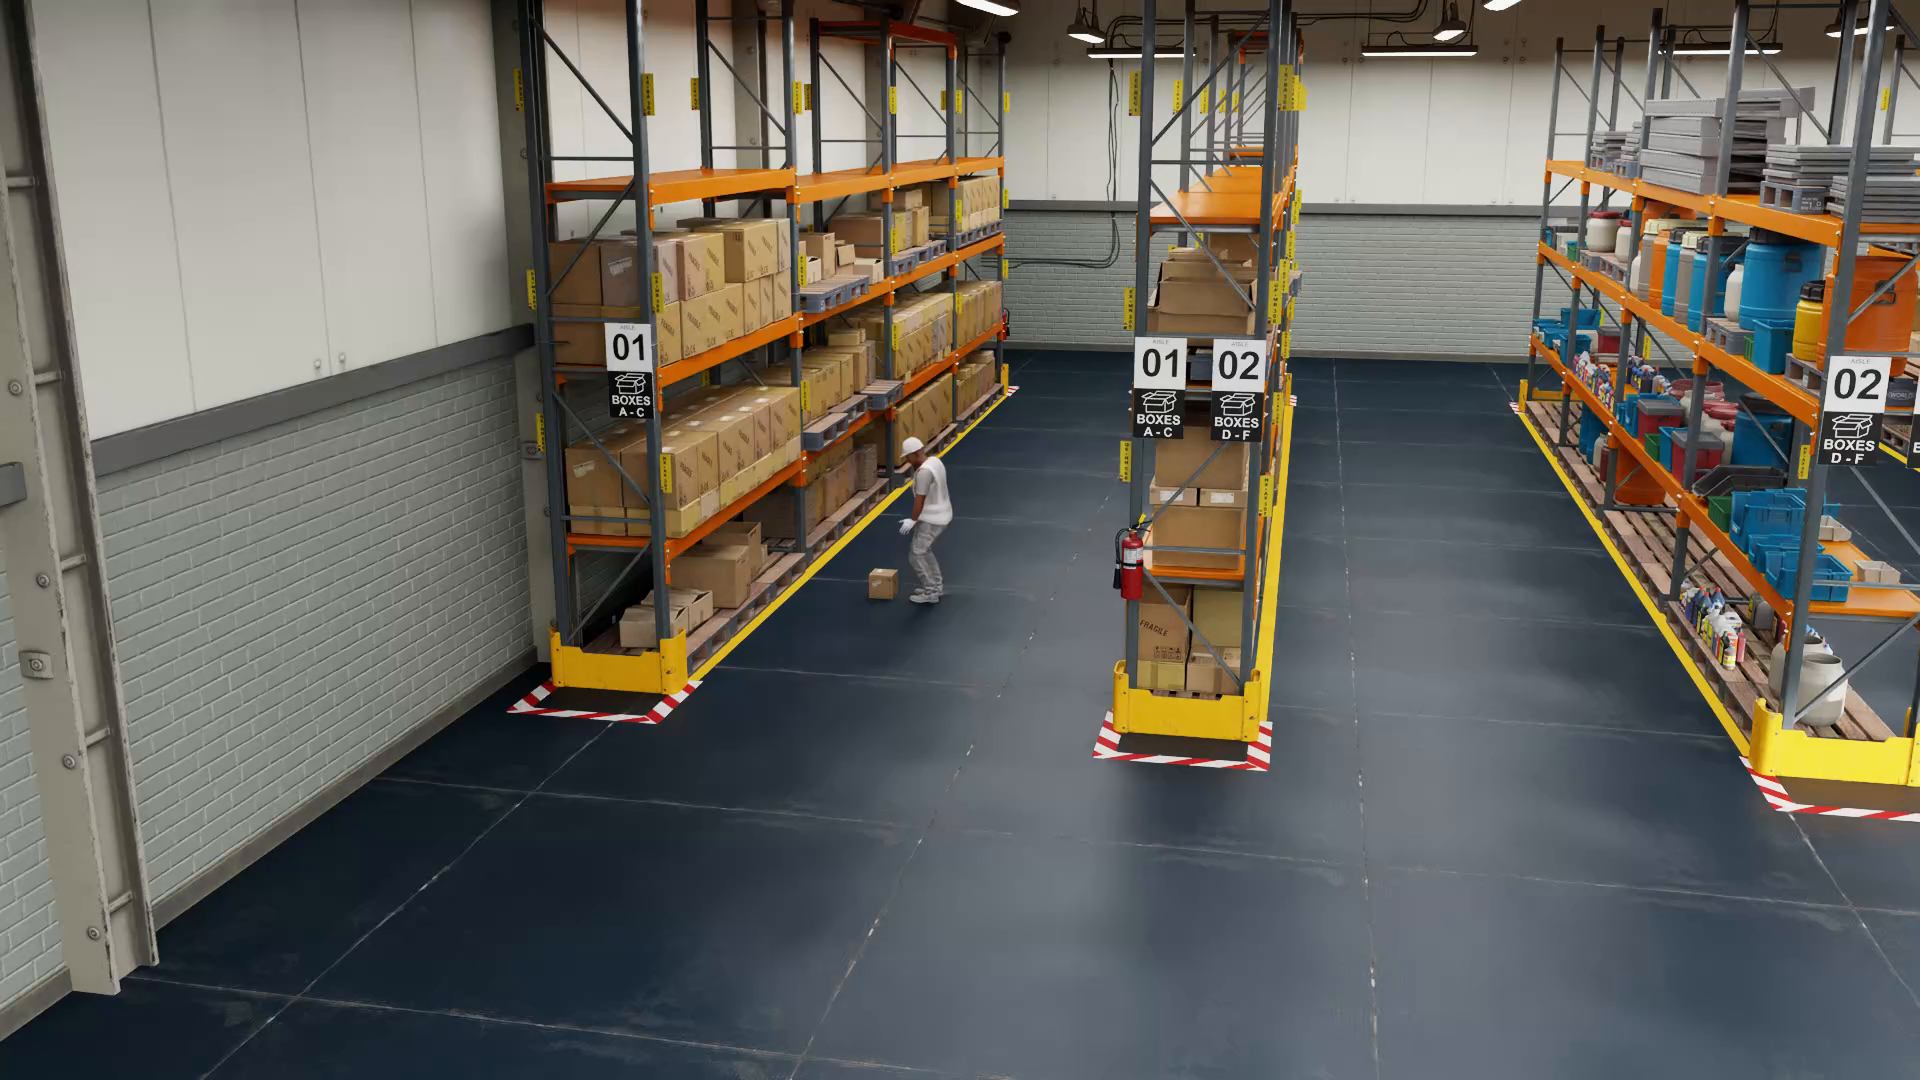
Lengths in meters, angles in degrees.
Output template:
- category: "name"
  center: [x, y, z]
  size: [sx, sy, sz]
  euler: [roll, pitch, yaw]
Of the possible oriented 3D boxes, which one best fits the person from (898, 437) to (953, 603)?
- category: "person"
  center: [-0.352, -0.207, 16.954]
  size: [0.517, 1.696, 0.584]
  euler: [3, 15, 13]
